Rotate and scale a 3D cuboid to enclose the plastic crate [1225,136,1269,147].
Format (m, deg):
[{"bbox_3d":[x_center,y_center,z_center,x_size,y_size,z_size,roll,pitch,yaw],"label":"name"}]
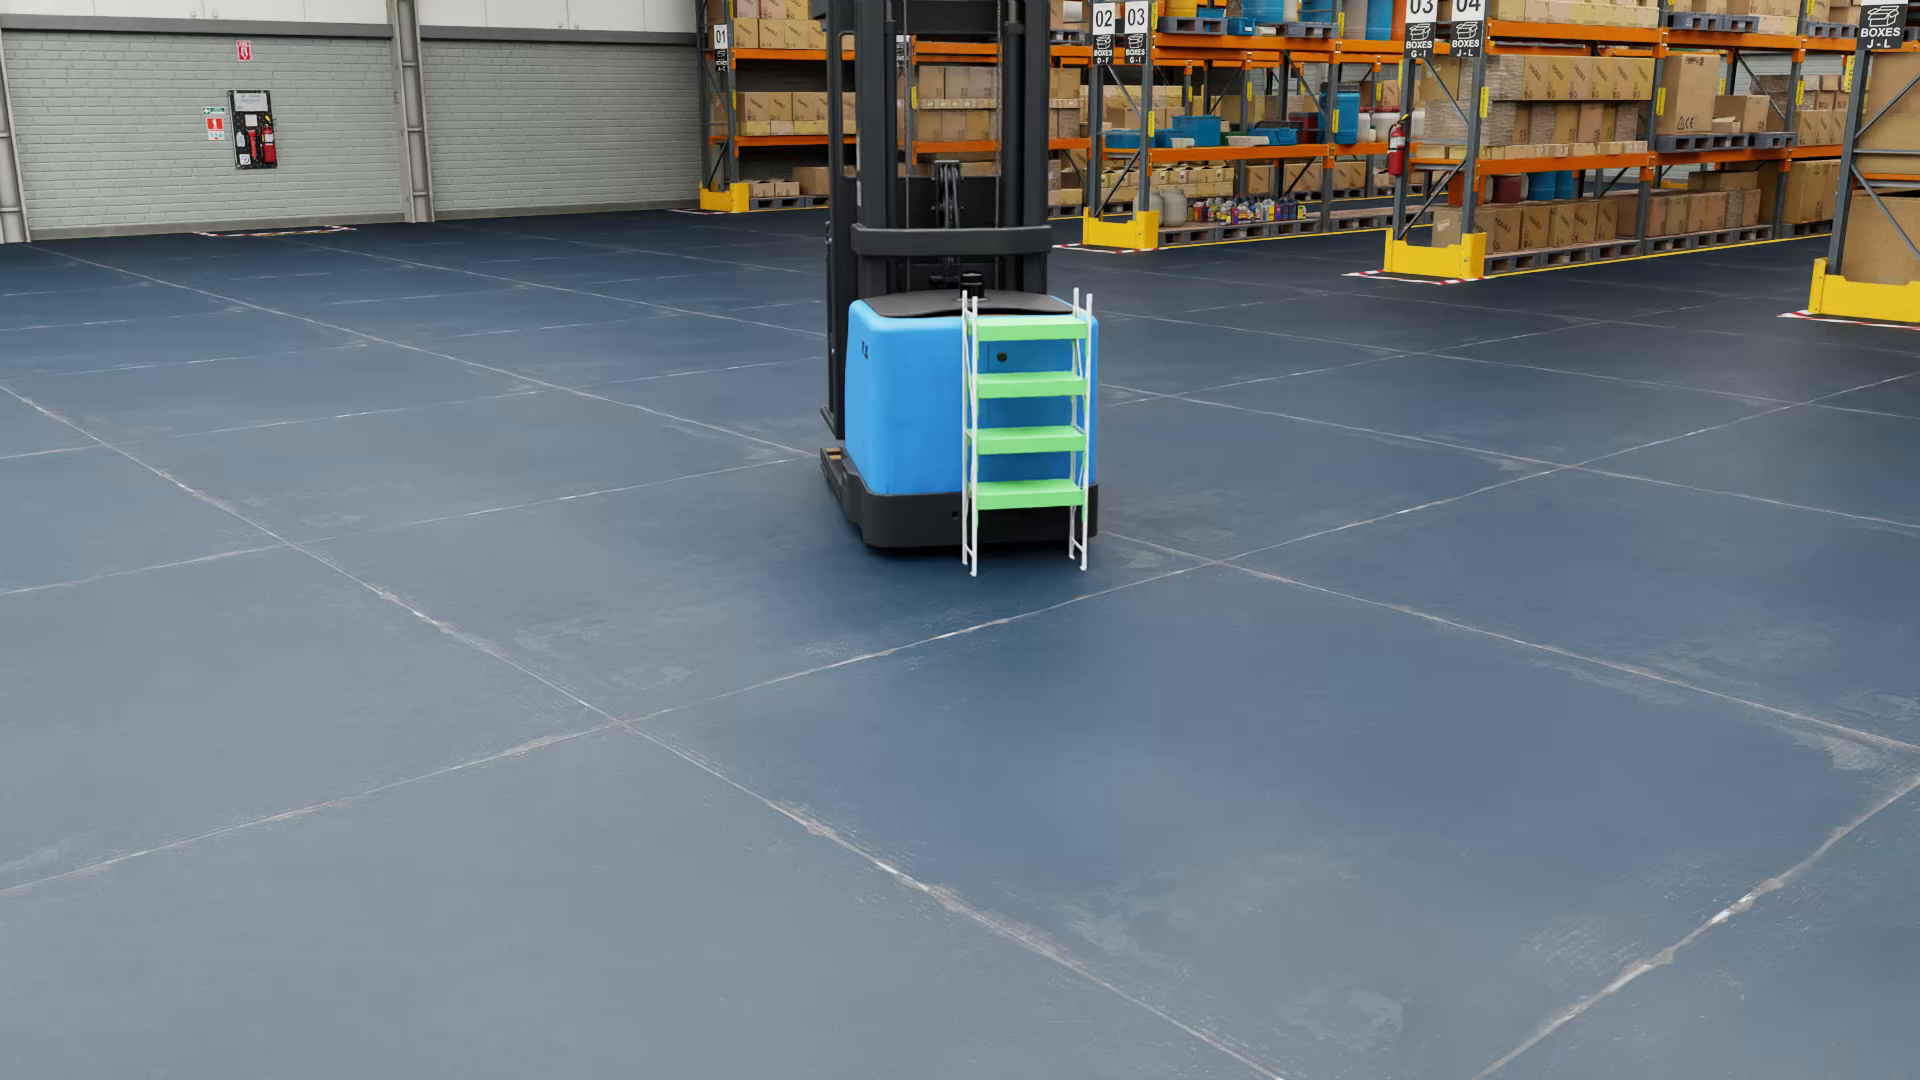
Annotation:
[{"bbox_3d":[4.137,-5.715,23.844,0.437,0.136,0.530,-13,19,-39],"label":"plastic crate"}]

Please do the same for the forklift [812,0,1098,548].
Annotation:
[{"bbox_3d":[-0.149,-1.714,8.488,1.130,2.935,3.031,-3,15,-10],"label":"forklift"}]

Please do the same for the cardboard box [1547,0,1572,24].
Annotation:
[{"bbox_3d":[6.724,-6.105,19.270,0.500,0.250,0.500,-13,20,-40],"label":"cardboard box"}]

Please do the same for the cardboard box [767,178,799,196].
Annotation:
[{"bbox_3d":[-3.314,-6.528,30.733,0.500,0.311,0.500,-11,18,-35],"label":"cardboard box"}]

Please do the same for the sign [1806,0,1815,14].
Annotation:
[{"bbox_3d":[11.820,-7.473,23.101,0.005,0.325,0.100,-13,19,-39],"label":"sign"}]

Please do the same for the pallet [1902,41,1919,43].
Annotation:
[{"bbox_3d":[16.026,-8.306,27.394,1.213,0.211,1.003,-13,19,-39],"label":"pallet"}]

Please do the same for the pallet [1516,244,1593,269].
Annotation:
[{"bbox_3d":[7.043,-3.527,20.545,1.213,0.211,1.003,-13,19,-39],"label":"pallet"}]

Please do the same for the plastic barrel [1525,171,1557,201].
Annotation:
[{"bbox_3d":[10.275,-6.502,29.533,0.708,0.901,0.600,-13,19,-39],"label":"plastic barrel"}]

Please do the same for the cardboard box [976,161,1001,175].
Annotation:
[{"bbox_3d":[0.614,-5.992,27.431,0.500,0.500,0.500,-13,19,-39],"label":"cardboard box"}]

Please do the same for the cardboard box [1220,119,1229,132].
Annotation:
[{"bbox_3d":[4.662,-7.713,30.987,0.500,0.311,0.500,-11,19,-36],"label":"cardboard box"}]

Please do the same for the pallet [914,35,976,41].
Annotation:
[{"bbox_3d":[-0.520,-7.975,26.154,1.213,0.211,1.003,-13,19,-39],"label":"pallet"}]

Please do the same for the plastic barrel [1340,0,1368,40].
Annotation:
[{"bbox_3d":[5.931,-8.097,25.468,0.600,0.901,0.600,0,15,0],"label":"plastic barrel"}]

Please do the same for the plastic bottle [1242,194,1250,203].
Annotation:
[{"bbox_3d":[4.315,-5.044,25.100,0.185,0.351,0.144,-12,19,-38],"label":"plastic bottle"}]

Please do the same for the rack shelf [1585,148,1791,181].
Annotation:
[{"bbox_3d":[9.956,-5.194,22.776,4.000,0.370,1.077,-13,19,-39],"label":"rack shelf"}]

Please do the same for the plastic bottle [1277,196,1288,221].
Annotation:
[{"bbox_3d":[4.755,-4.902,24.569,0.185,0.351,0.144,-14,20,-42],"label":"plastic bottle"}]

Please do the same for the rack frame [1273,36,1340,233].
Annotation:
[{"bbox_3d":[5.196,-6.167,25.025,0.127,3.000,1.000,-13,19,-39],"label":"rack frame"}]

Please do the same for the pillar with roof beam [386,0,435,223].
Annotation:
[{"bbox_3d":[-6.065,-8.749,23.066,0.400,9.000,9.100,-13,19,-39],"label":"pillar with roof beam"}]

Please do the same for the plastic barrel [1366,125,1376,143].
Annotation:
[{"bbox_3d":[6.295,-6.294,25.770,0.301,0.262,0.301,0,15,0],"label":"plastic barrel"}]

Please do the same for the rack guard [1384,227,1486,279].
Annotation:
[{"bbox_3d":[5.487,-3.330,19.249,0.348,0.500,1.175,-13,19,-39],"label":"rack guard"}]

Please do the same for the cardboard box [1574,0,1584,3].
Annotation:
[{"bbox_3d":[7.140,-6.408,19.632,0.250,0.149,0.380,-14,20,-41],"label":"cardboard box"}]

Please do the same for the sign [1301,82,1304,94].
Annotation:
[{"bbox_3d":[8.091,-10.694,39.271,0.005,0.325,0.100,-13,19,-39],"label":"sign"}]

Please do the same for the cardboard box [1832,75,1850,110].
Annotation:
[{"bbox_3d":[13.022,-6.759,25.102,0.637,0.503,0.797,-12,19,-38],"label":"cardboard box"}]

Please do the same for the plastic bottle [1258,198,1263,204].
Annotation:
[{"bbox_3d":[4.512,-5.018,25.133,0.133,0.283,0.061,-13,19,-39],"label":"plastic bottle"}]

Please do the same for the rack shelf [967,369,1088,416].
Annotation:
[{"bbox_3d":[0.281,-0.633,7.113,0.480,0.148,0.258,-3,15,-11],"label":"rack shelf"}]

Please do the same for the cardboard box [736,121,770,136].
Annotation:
[{"bbox_3d":[-3.748,-7.376,29.803,0.500,0.250,0.500,-13,20,-41],"label":"cardboard box"}]

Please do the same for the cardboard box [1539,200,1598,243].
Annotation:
[{"bbox_3d":[7.692,-4.039,21.090,0.500,0.500,0.500,-6,16,-22],"label":"cardboard box"}]

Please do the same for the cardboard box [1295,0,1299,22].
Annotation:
[{"bbox_3d":[6.068,-10.035,31.564,0.500,0.500,0.500,-13,19,-39],"label":"cardboard box"}]

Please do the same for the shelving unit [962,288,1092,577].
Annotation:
[{"bbox_3d":[0.281,-0.463,7.158,0.503,1.200,0.258,-3,15,-11],"label":"shelving unit"}]

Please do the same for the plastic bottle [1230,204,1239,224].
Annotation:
[{"bbox_3d":[3.934,-4.671,23.834,0.133,0.283,0.061,-12,19,-38],"label":"plastic bottle"}]

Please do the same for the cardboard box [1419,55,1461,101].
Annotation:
[{"bbox_3d":[5.683,-5.341,19.226,0.500,0.500,0.500,-13,19,-39],"label":"cardboard box"}]

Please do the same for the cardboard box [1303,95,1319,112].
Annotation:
[{"bbox_3d":[6.690,-8.427,32.478,0.700,0.500,0.500,10,18,33],"label":"cardboard box"}]

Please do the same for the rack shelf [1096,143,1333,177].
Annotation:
[{"bbox_3d":[3.687,-5.480,23.849,4.000,0.370,1.077,-13,19,-39],"label":"rack shelf"}]

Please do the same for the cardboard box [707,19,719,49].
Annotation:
[{"bbox_3d":[-4.176,-9.045,29.755,0.500,0.500,0.500,-11,18,-35],"label":"cardboard box"}]

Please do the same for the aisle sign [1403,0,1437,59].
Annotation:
[{"bbox_3d":[5.186,-5.829,18.722,0.004,0.787,0.394,-13,19,-39],"label":"aisle sign"}]

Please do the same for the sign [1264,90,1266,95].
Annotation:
[{"bbox_3d":[7.386,-10.694,40.142,0.005,0.325,0.100,-13,19,-39],"label":"sign"}]

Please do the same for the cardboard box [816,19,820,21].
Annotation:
[{"bbox_3d":[-2.301,-9.763,30.504,0.500,0.500,0.500,-14,20,-41],"label":"cardboard box"}]

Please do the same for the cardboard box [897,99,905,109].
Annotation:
[{"bbox_3d":[-0.907,-6.918,26.385,0.250,0.149,0.380,-13,20,-40],"label":"cardboard box"}]

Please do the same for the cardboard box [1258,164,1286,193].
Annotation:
[{"bbox_3d":[5.887,-6.926,31.856,0.500,0.500,0.500,-14,20,-41],"label":"cardboard box"}]

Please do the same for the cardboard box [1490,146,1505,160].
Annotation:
[{"bbox_3d":[6.003,-4.444,19.062,0.250,0.149,0.380,-13,19,-39],"label":"cardboard box"}]

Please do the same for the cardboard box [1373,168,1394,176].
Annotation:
[{"bbox_3d":[8.792,-7.679,35.045,0.500,0.311,0.500,-13,19,-39],"label":"cardboard box"}]

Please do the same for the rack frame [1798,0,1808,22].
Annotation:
[{"bbox_3d":[11.465,-8.779,23.177,0.127,3.000,1.000,-13,19,-39],"label":"rack frame"}]

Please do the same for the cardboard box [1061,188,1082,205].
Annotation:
[{"bbox_3d":[1.741,-5.885,28.484,0.500,0.250,0.500,-13,19,-39],"label":"cardboard box"}]

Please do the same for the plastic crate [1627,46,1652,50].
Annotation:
[{"bbox_3d":[12.348,-9.065,30.316,0.590,0.269,0.497,-13,19,-39],"label":"plastic crate"}]

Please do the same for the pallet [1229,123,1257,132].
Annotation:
[{"bbox_3d":[5.430,-7.845,31.680,1.003,0.211,1.213,-13,19,-39],"label":"pallet"}]

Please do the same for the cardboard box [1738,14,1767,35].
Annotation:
[{"bbox_3d":[10.521,-6.957,22.463,0.500,0.250,0.500,-12,19,-38],"label":"cardboard box"}]

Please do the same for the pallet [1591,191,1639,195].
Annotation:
[{"bbox_3d":[12.681,-6.515,31.730,1.213,0.211,1.003,-13,19,-39],"label":"pallet"}]

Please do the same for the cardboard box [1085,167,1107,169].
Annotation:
[{"bbox_3d":[2.453,-6.491,29.666,0.500,0.311,0.500,-12,19,-38],"label":"cardboard box"}]

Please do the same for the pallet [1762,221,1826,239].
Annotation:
[{"bbox_3d":[12.109,-4.652,24.756,1.213,0.211,1.003,-13,19,-39],"label":"pallet"}]

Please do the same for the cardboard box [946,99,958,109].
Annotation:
[{"bbox_3d":[-0.246,-6.928,26.422,0.250,0.149,0.380,-13,19,-39],"label":"cardboard box"}]

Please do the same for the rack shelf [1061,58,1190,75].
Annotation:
[{"bbox_3d":[3.219,-10.214,35.756,4.000,0.370,1.077,-13,19,-39],"label":"rack shelf"}]

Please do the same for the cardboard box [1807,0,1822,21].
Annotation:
[{"bbox_3d":[11.878,-7.700,23.936,0.637,0.503,0.797,-11,19,-36],"label":"cardboard box"}]

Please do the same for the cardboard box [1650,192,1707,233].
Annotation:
[{"bbox_3d":[9.719,-4.479,22.698,0.700,0.500,0.500,14,20,42],"label":"cardboard box"}]

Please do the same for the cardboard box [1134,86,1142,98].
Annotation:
[{"bbox_3d":[3.767,-9.715,36.045,0.500,0.250,0.500,-12,19,-38],"label":"cardboard box"}]

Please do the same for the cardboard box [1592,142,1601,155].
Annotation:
[{"bbox_3d":[7.665,-4.836,20.528,0.250,0.149,0.380,-13,19,-39],"label":"cardboard box"}]

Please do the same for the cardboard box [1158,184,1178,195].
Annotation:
[{"bbox_3d":[3.574,-6.287,29.989,0.500,0.250,0.500,-12,19,-38],"label":"cardboard box"}]

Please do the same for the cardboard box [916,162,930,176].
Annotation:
[{"bbox_3d":[-0.763,-7.228,32.990,0.500,0.500,0.700,-12,19,-38],"label":"cardboard box"}]
